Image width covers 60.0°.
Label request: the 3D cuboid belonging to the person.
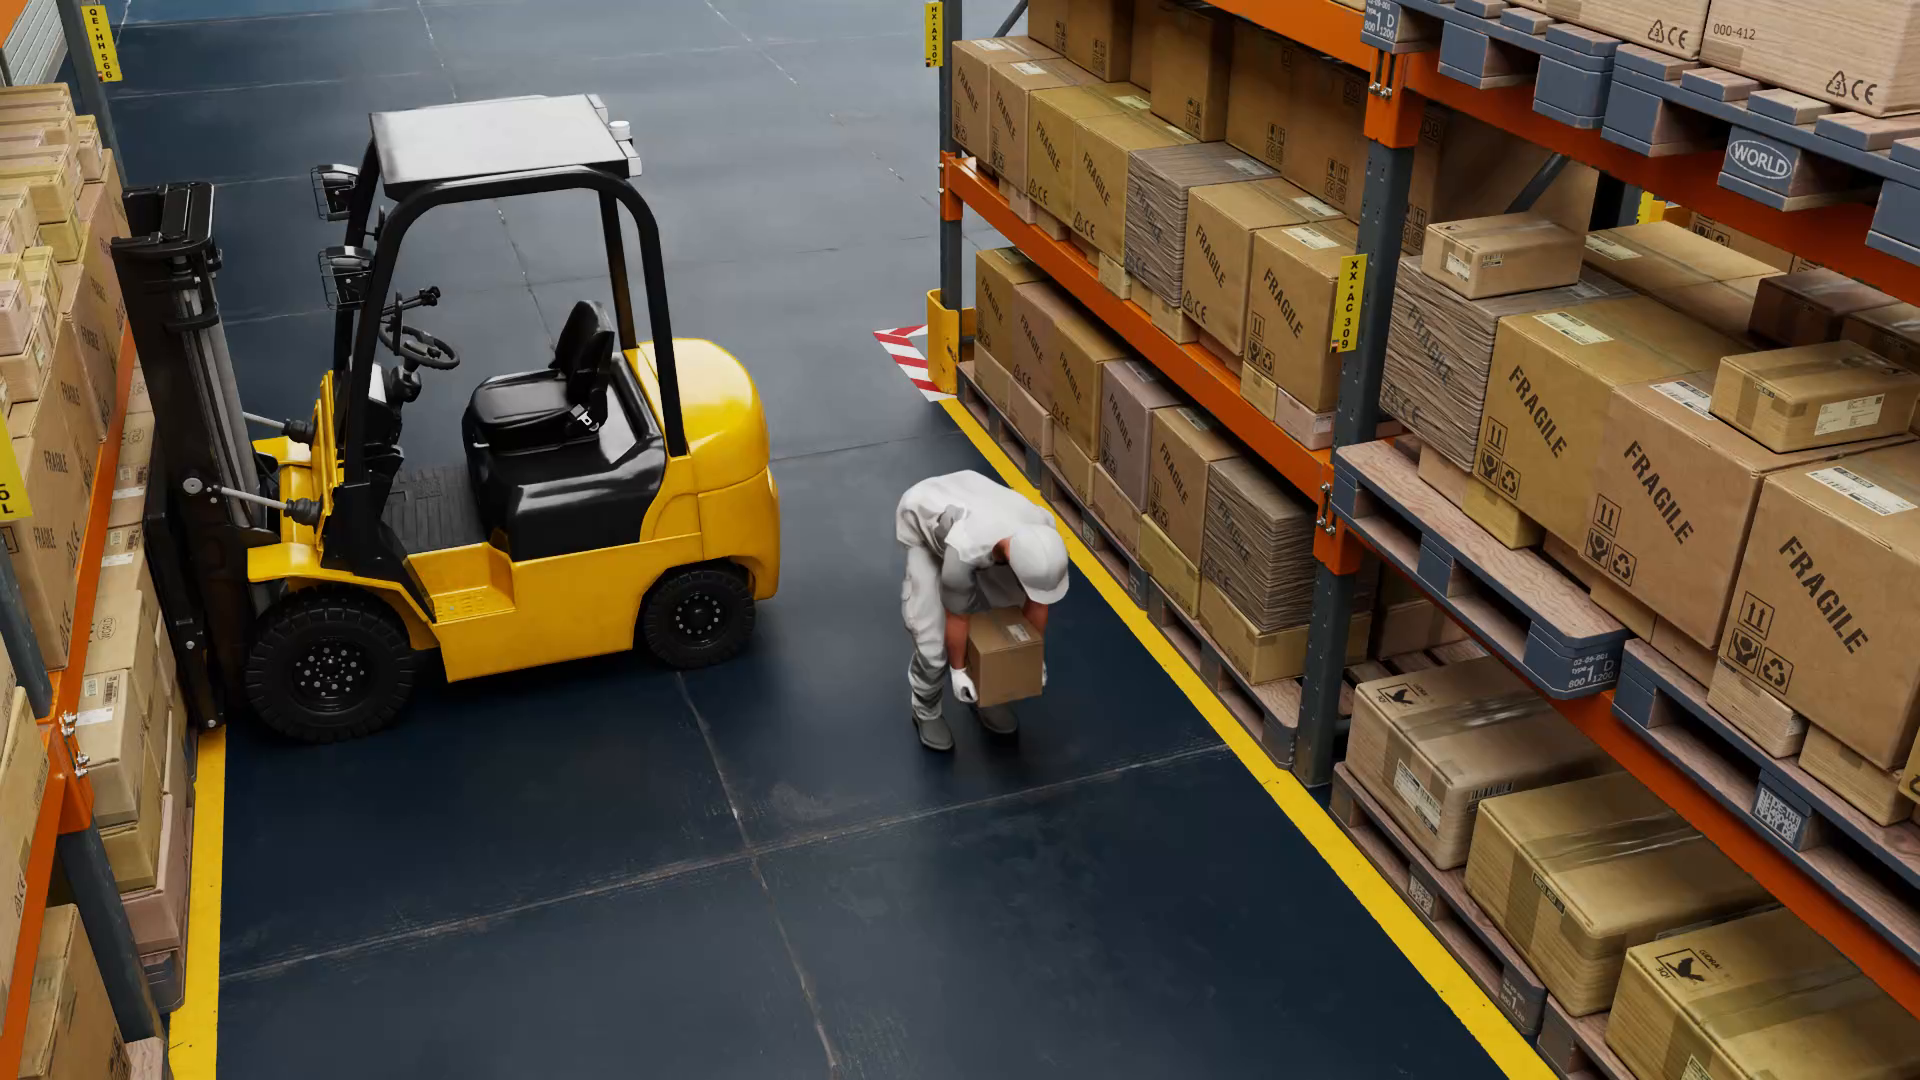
[{"bbox_3d":[0.092,0.312,6.174,0.523,1.173,0.945,-13,32,-21],"label":"person"}]
